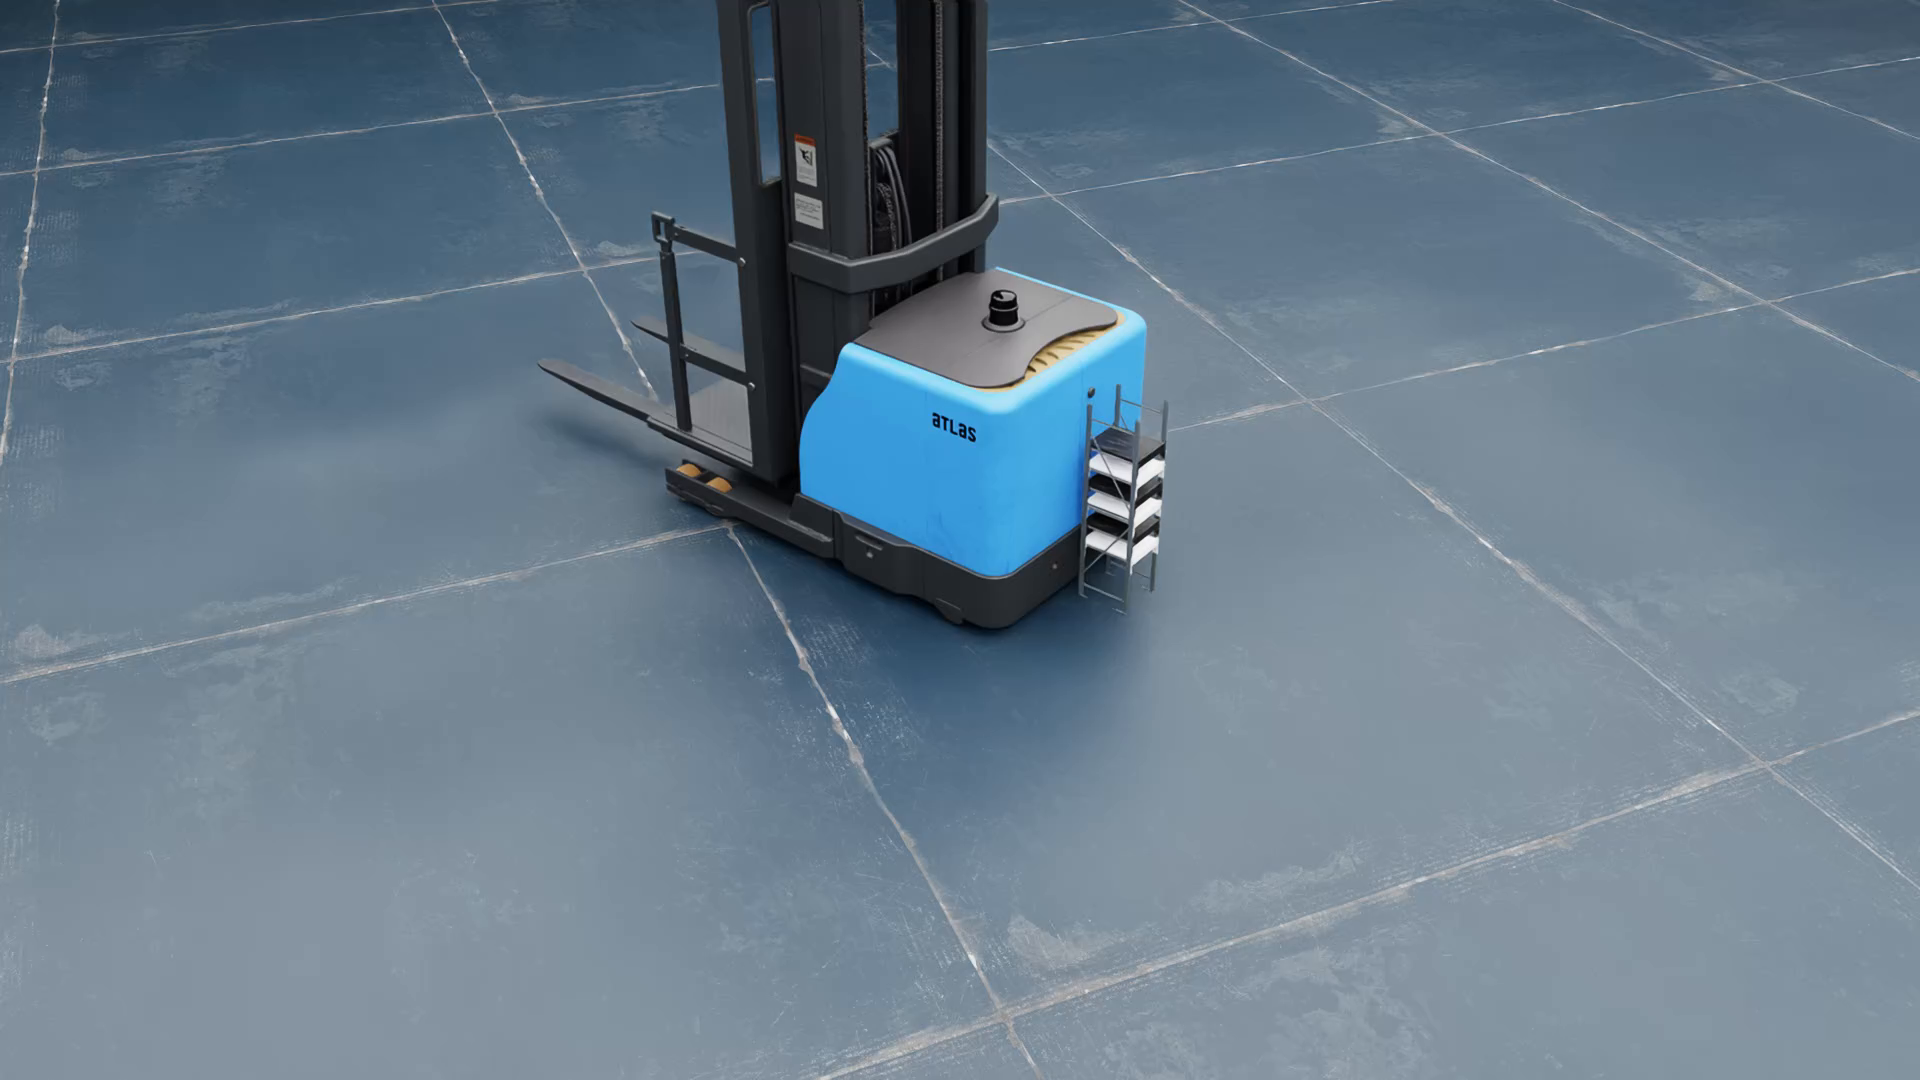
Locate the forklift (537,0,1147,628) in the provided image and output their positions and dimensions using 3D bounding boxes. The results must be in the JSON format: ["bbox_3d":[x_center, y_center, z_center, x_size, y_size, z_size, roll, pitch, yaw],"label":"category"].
[{"bbox_3d":[-0.697,-1.537,6.924,3.031,2.935,1.130,24,40,32],"label":"forklift"}]

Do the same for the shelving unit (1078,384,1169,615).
[{"bbox_3d":[0.649,-0.154,6.662,0.258,0.900,0.210,23,39,31],"label":"shelving unit"}]

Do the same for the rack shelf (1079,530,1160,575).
[{"bbox_3d":[0.649,0.024,6.778,0.258,0.077,0.200,23,39,31],"label":"rack shelf"}]

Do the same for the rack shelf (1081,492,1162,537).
[{"bbox_3d":[0.649,-0.126,6.680,0.258,0.077,0.200,23,39,31],"label":"rack shelf"}]

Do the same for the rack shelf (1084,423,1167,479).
[{"bbox_3d":[0.649,-0.353,6.533,0.258,0.077,0.200,23,39,31],"label":"rack shelf"}]

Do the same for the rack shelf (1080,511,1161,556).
[{"bbox_3d":[0.649,-0.051,6.729,0.258,0.077,0.200,23,39,31],"label":"rack shelf"}]

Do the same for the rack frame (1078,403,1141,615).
[{"bbox_3d":[0.587,-0.111,6.595,0.240,0.900,0.006,23,39,31],"label":"rack frame"}]

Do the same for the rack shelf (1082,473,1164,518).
[{"bbox_3d":[0.649,-0.202,6.631,0.258,0.077,0.200,23,39,31],"label":"rack shelf"}]

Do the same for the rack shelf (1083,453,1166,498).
[{"bbox_3d":[0.649,-0.277,6.582,0.258,0.077,0.200,23,39,31],"label":"rack shelf"}]

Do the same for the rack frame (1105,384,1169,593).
[{"bbox_3d":[0.712,-0.198,6.729,0.240,0.900,0.006,23,39,31],"label":"rack frame"}]
